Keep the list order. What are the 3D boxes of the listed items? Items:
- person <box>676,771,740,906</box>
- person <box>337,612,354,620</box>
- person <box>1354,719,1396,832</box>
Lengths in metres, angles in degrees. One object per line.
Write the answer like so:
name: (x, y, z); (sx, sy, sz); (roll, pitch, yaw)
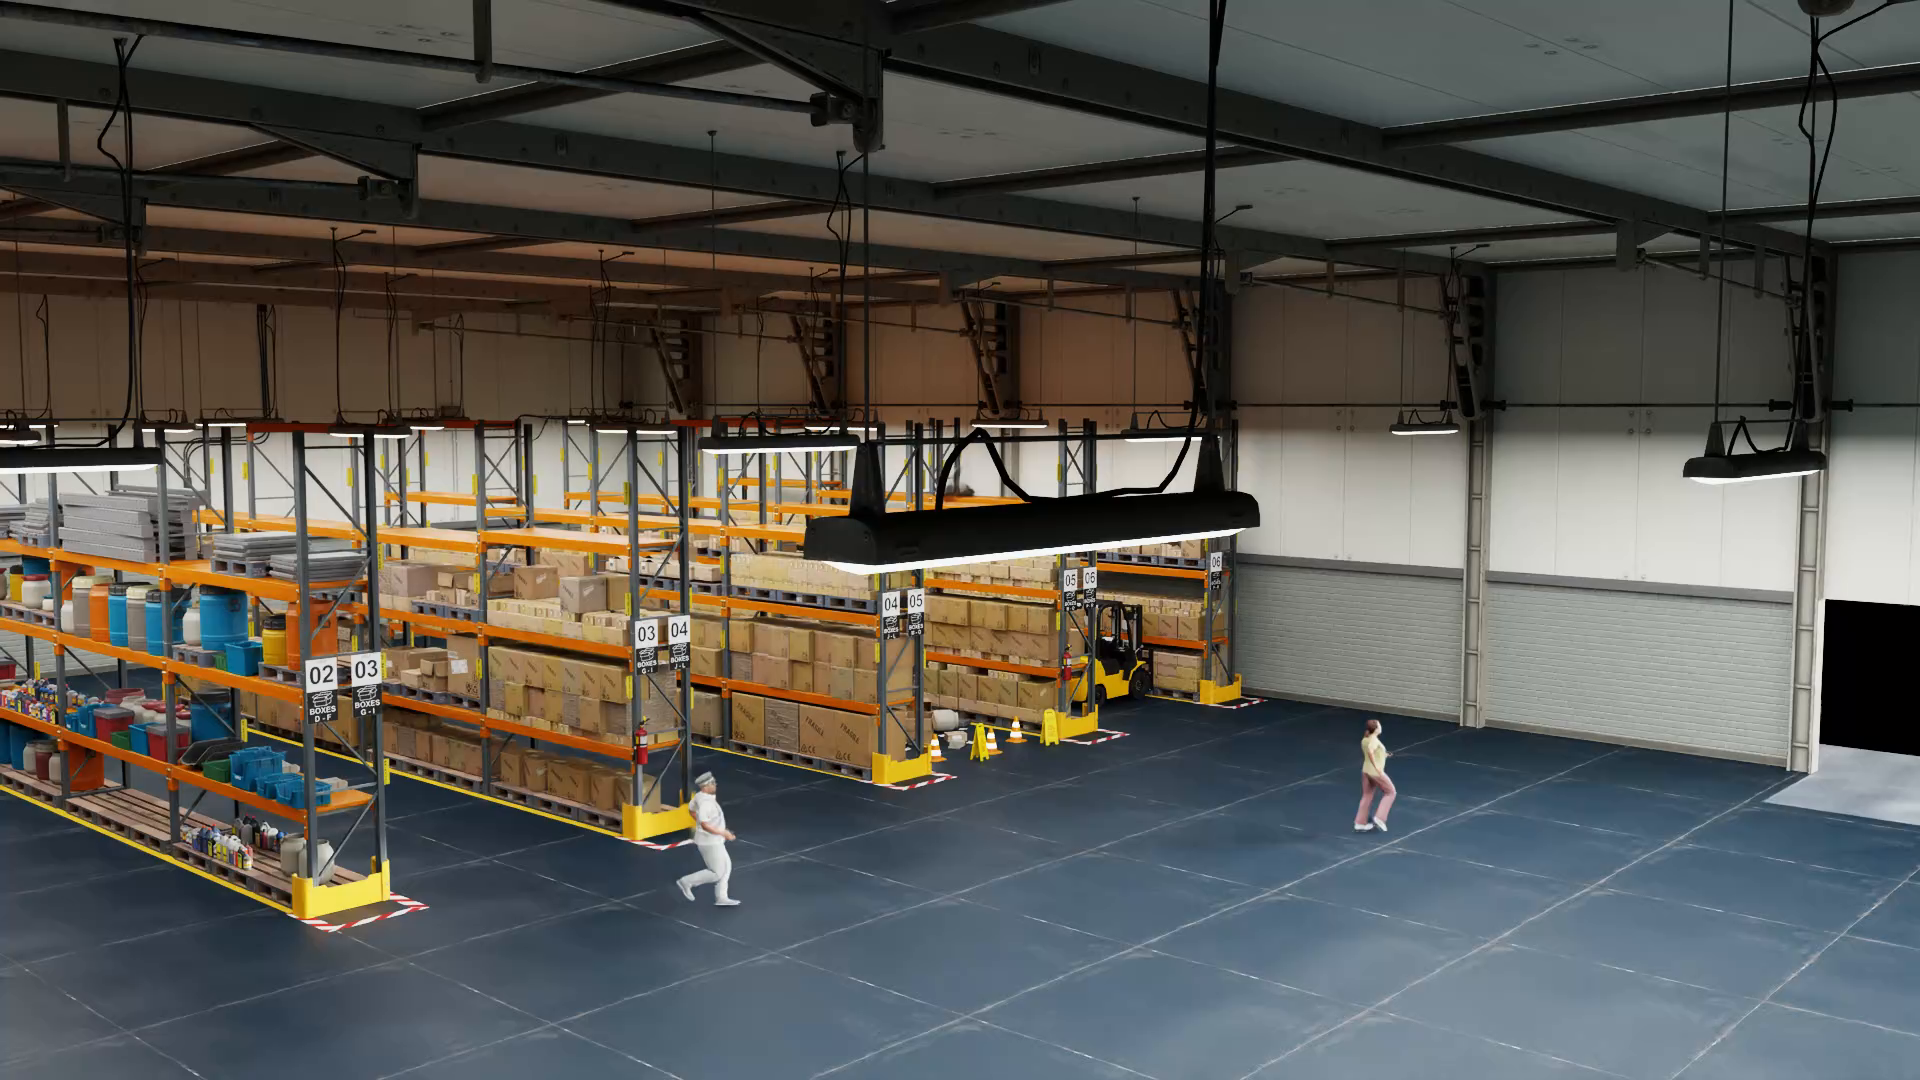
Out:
person: (-3.172, 3.762, 20.879); (0.812, 1.744, 0.677); (-1, 5, -16)
person: (-14.065, 2.330, 38.264); (0.771, 1.806, 0.877); (1, 5, 9)
person: (6.126, 3.483, 24.613); (0.647, 1.679, 0.559); (-2, 5, -22)
